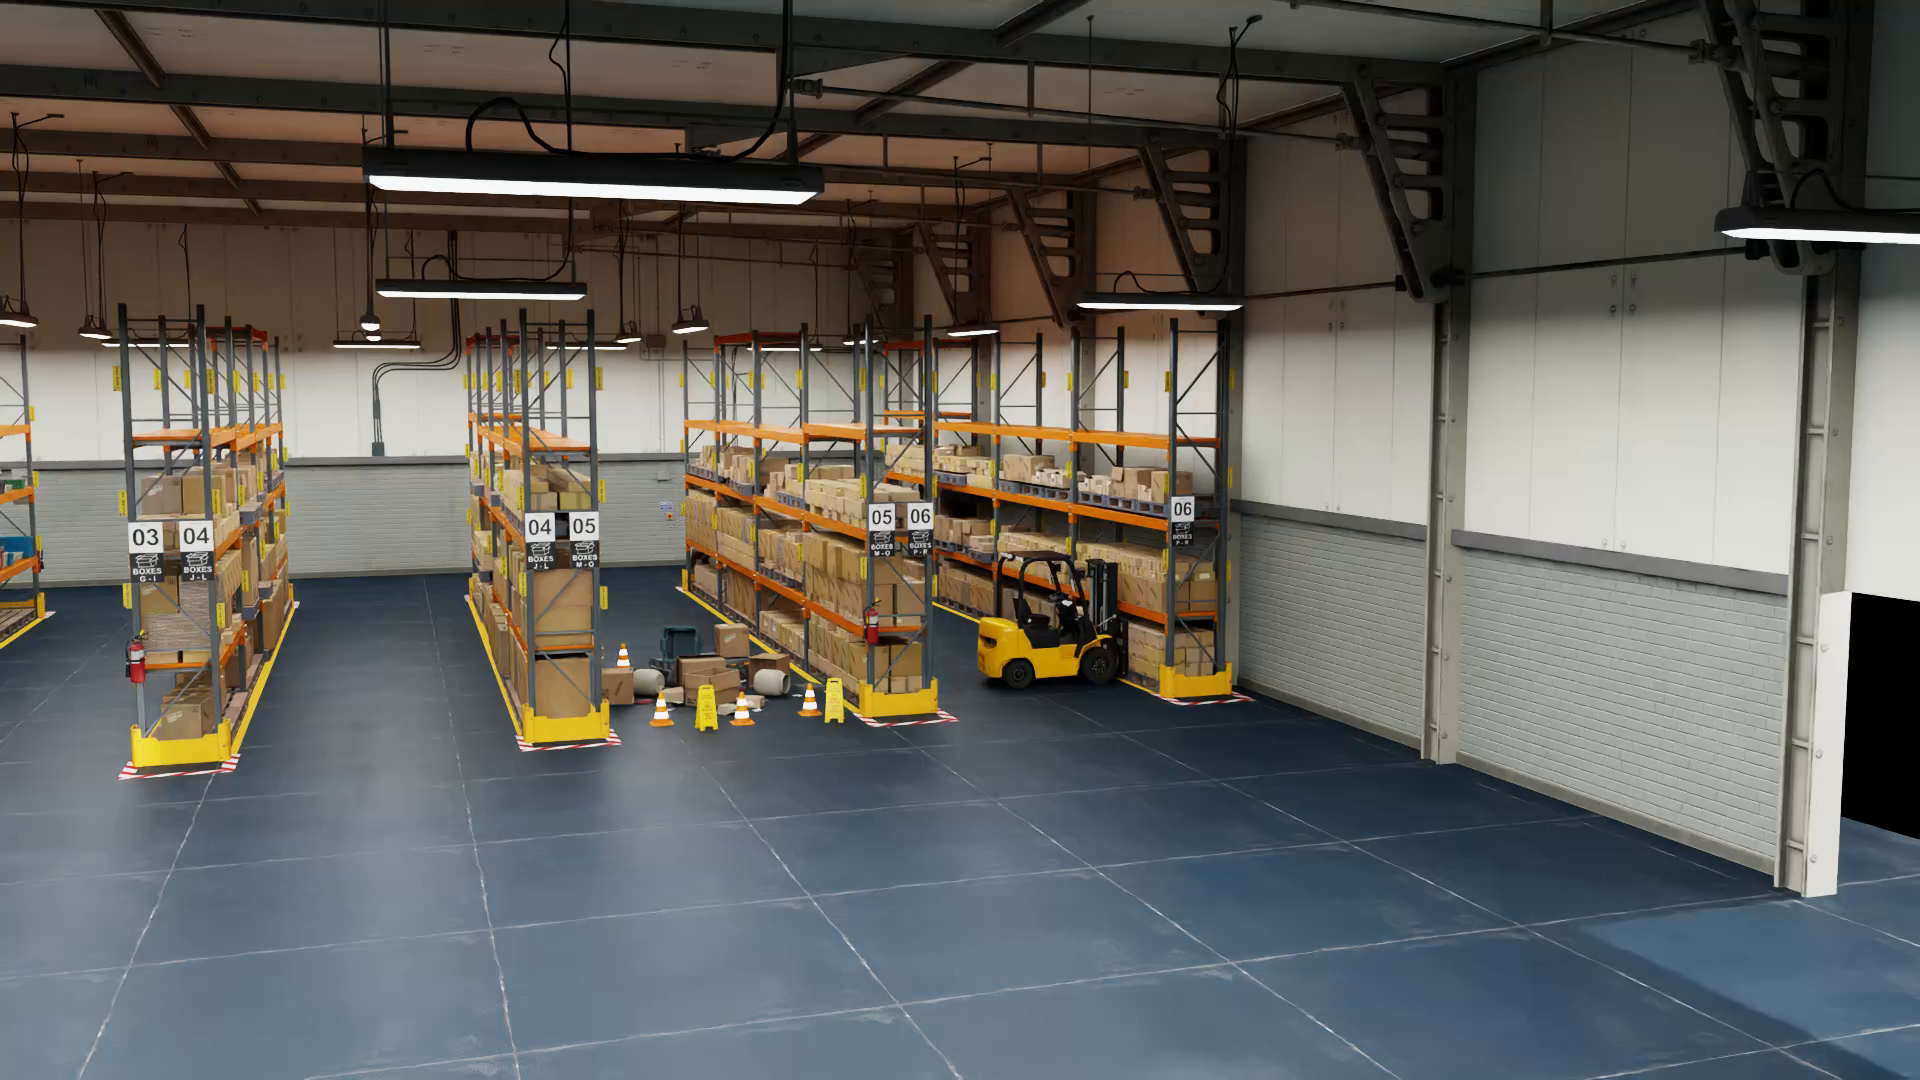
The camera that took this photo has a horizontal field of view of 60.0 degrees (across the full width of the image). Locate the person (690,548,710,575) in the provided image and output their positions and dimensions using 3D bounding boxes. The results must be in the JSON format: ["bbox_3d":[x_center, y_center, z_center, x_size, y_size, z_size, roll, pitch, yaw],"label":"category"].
[{"bbox_3d":[-6.432,0.206,41.424,0.682,1.757,0.762,1,6,13],"label":"person"}]
